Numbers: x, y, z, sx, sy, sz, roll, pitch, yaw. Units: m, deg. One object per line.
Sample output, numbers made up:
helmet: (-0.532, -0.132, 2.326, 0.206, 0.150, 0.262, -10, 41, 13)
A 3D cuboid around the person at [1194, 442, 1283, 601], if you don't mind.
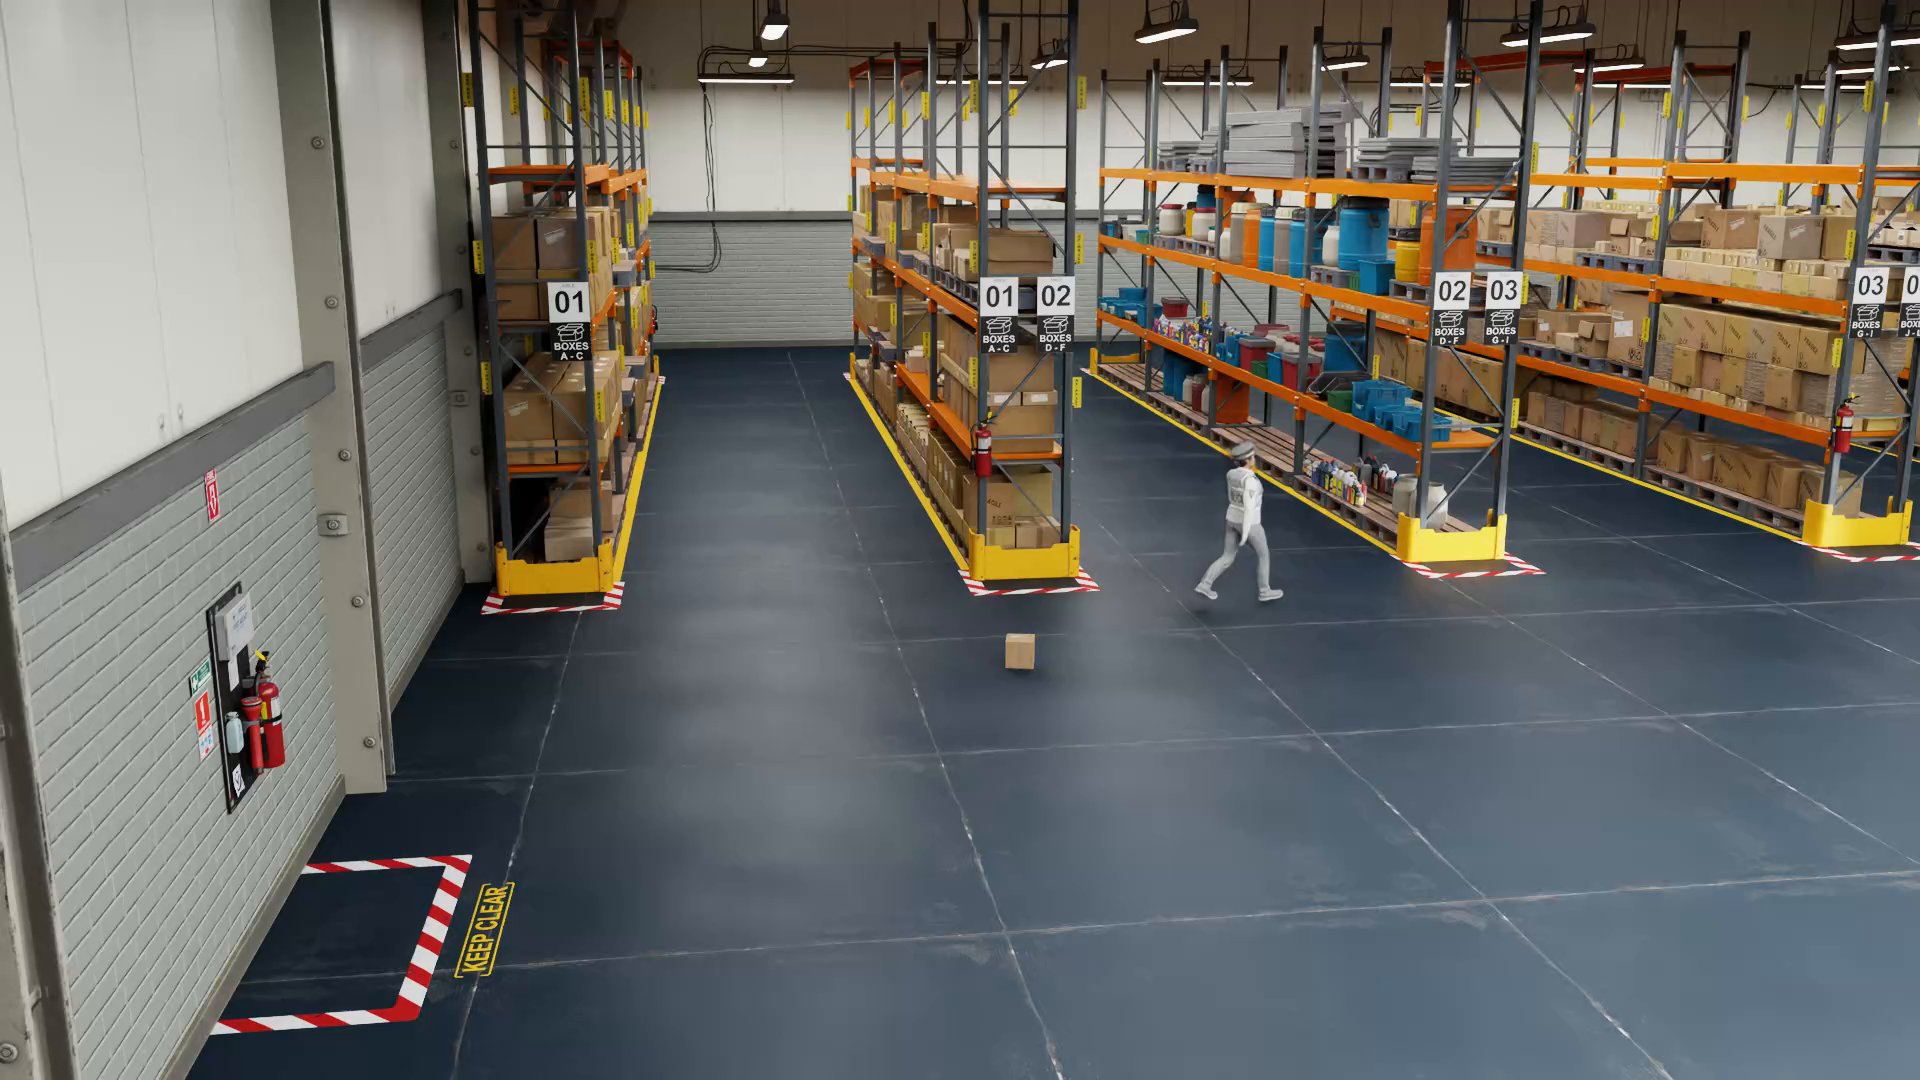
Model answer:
person: (2.812, -0.175, 16.637, 0.992, 1.642, 0.482, -7, 15, -29)
